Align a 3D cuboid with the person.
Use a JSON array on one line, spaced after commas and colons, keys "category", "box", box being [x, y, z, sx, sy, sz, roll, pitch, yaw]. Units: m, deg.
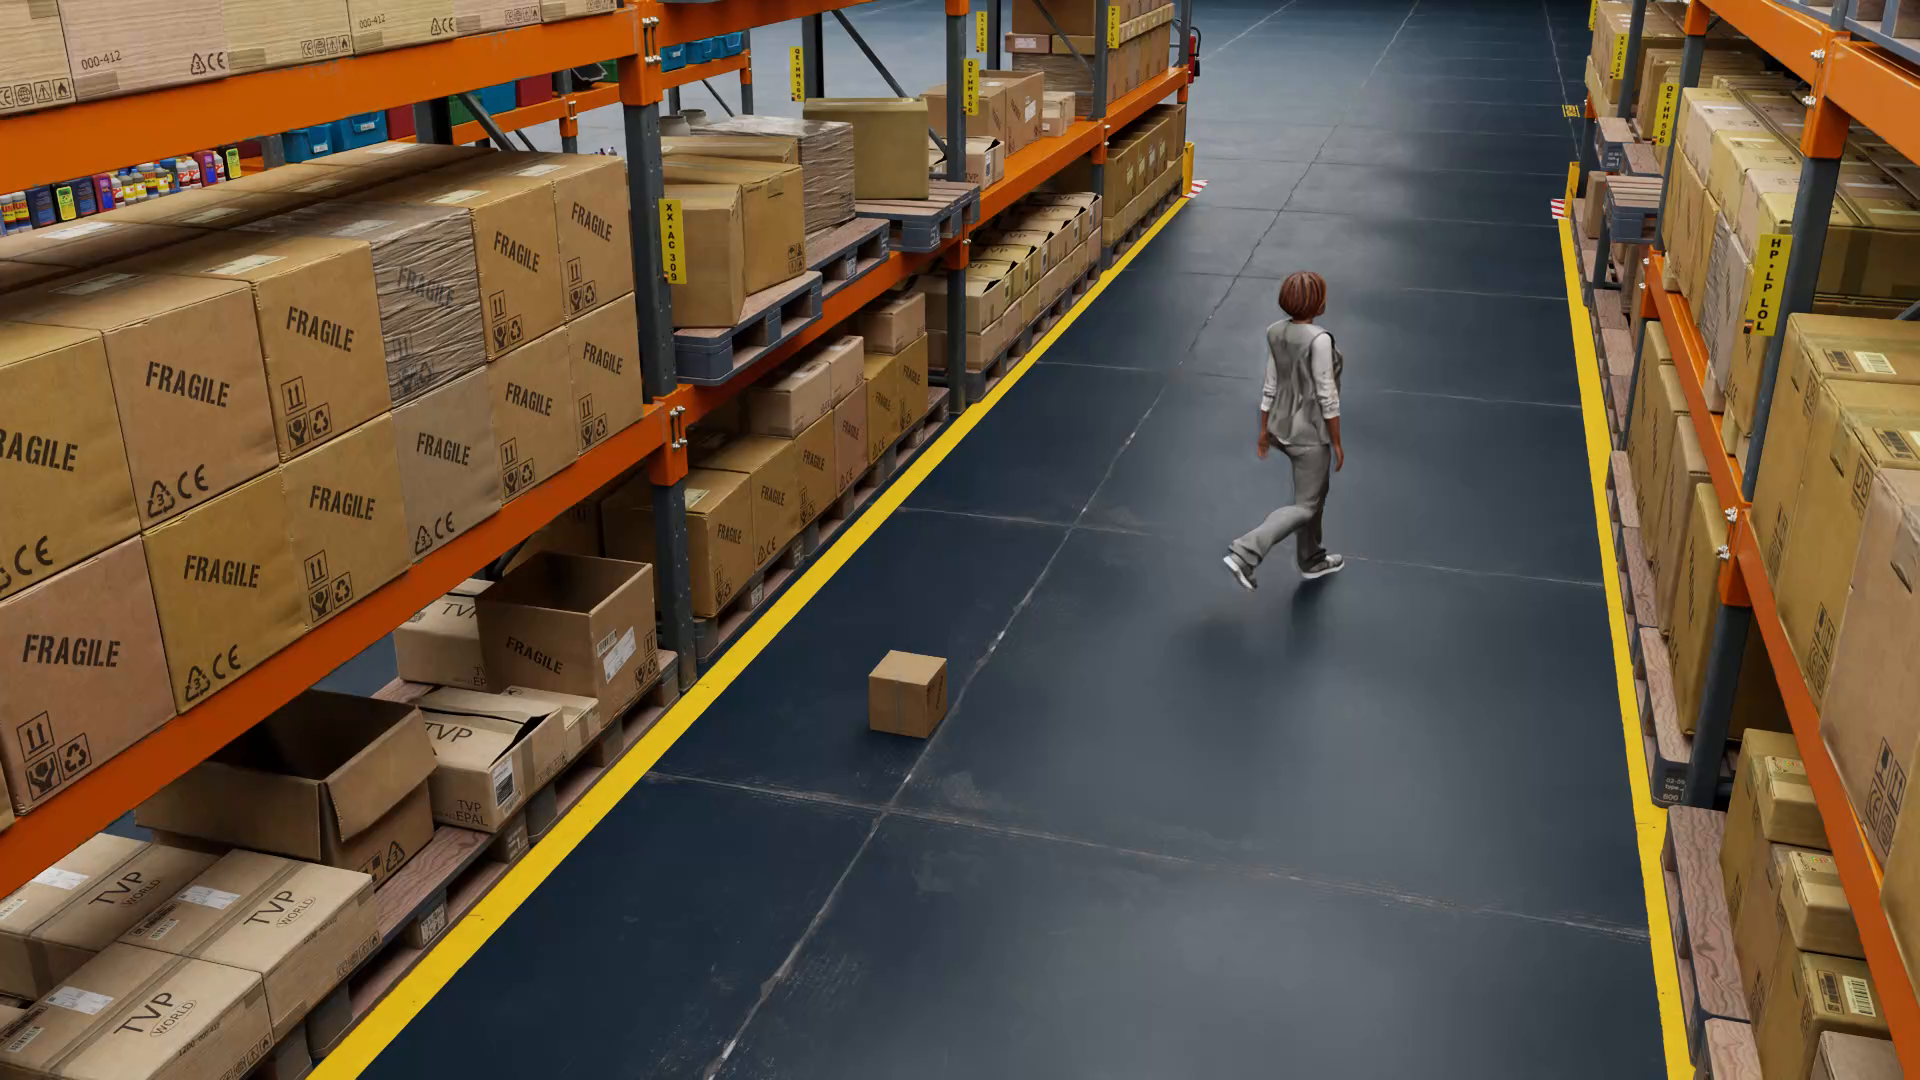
[{"category": "person", "box": [1.572, -0.489, 7.778, 0.837, 1.552, 0.427, -10, 24, -24]}]
